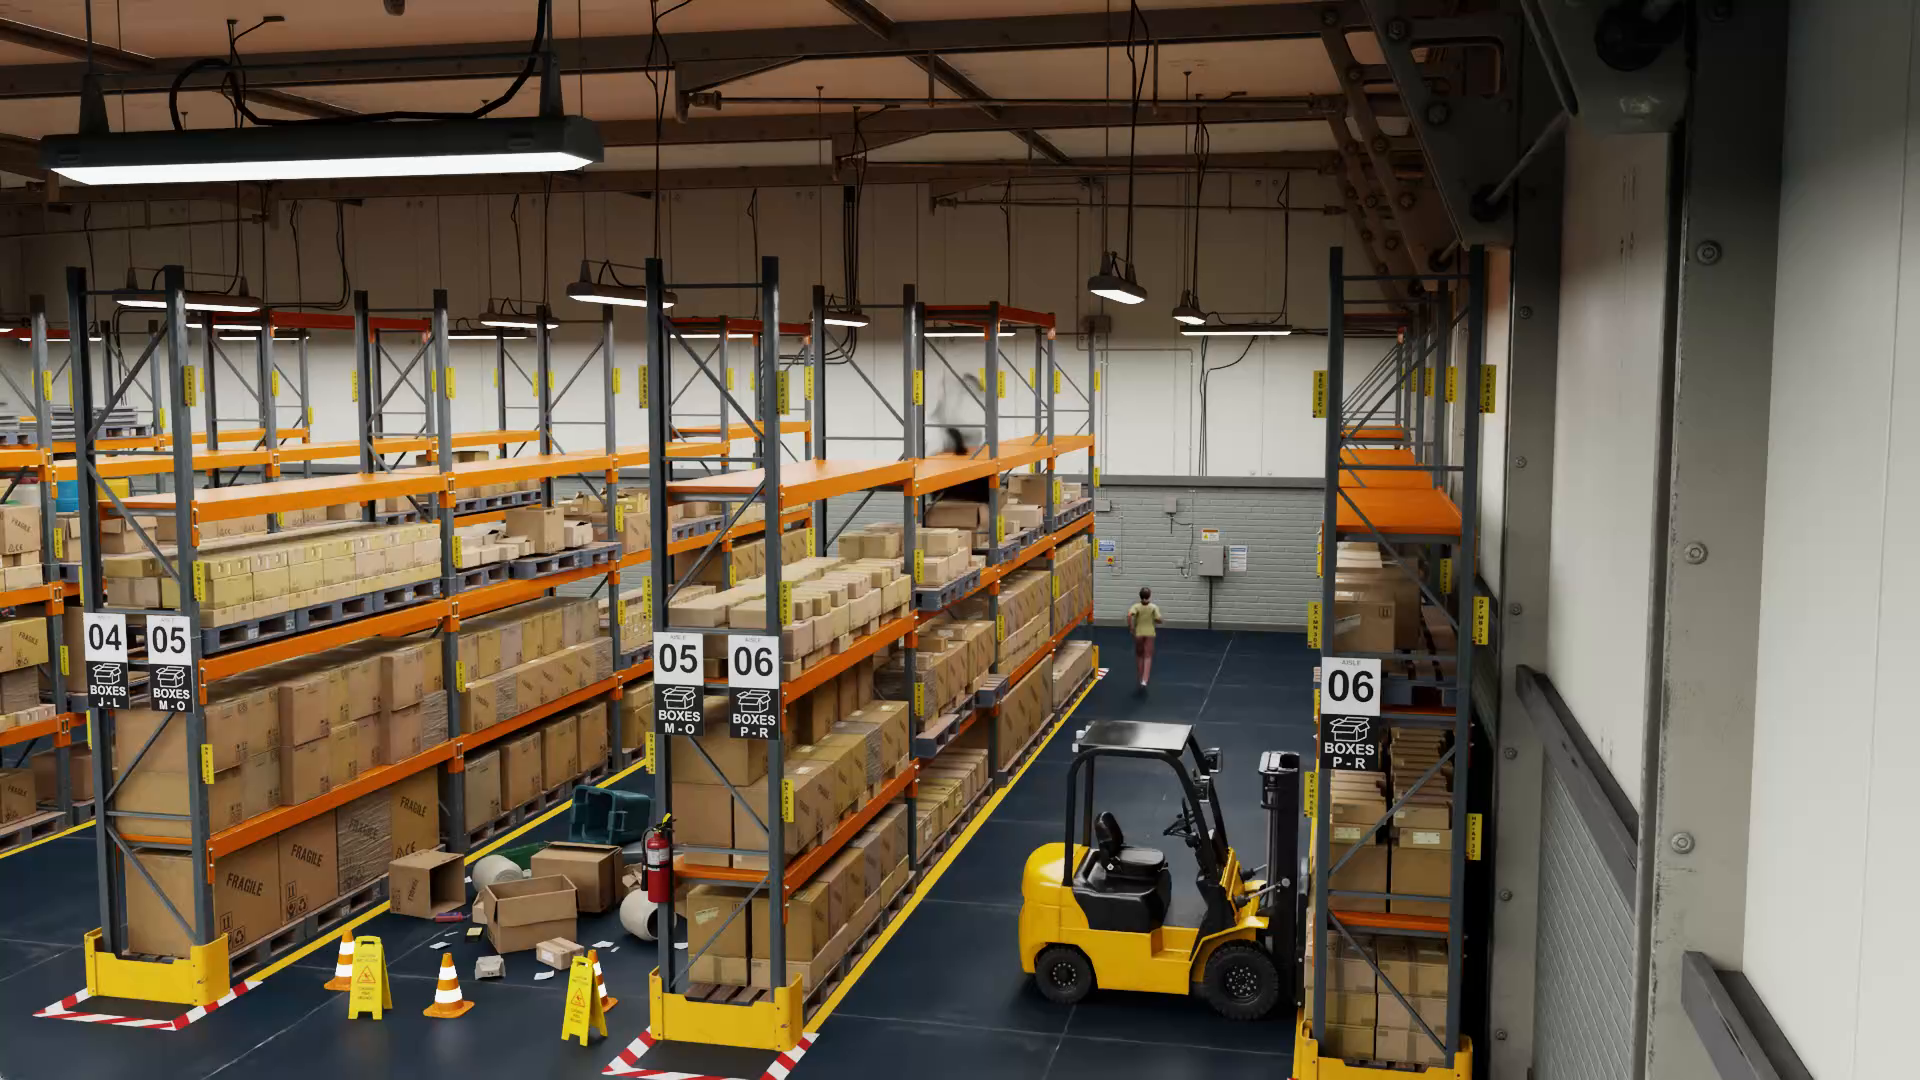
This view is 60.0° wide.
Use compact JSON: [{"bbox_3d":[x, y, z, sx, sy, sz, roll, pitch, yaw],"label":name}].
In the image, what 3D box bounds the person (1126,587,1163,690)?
[{"bbox_3d":[2.980,1.606,26.827,0.566,1.705,0.842,1,6,12],"label":"person"}]
